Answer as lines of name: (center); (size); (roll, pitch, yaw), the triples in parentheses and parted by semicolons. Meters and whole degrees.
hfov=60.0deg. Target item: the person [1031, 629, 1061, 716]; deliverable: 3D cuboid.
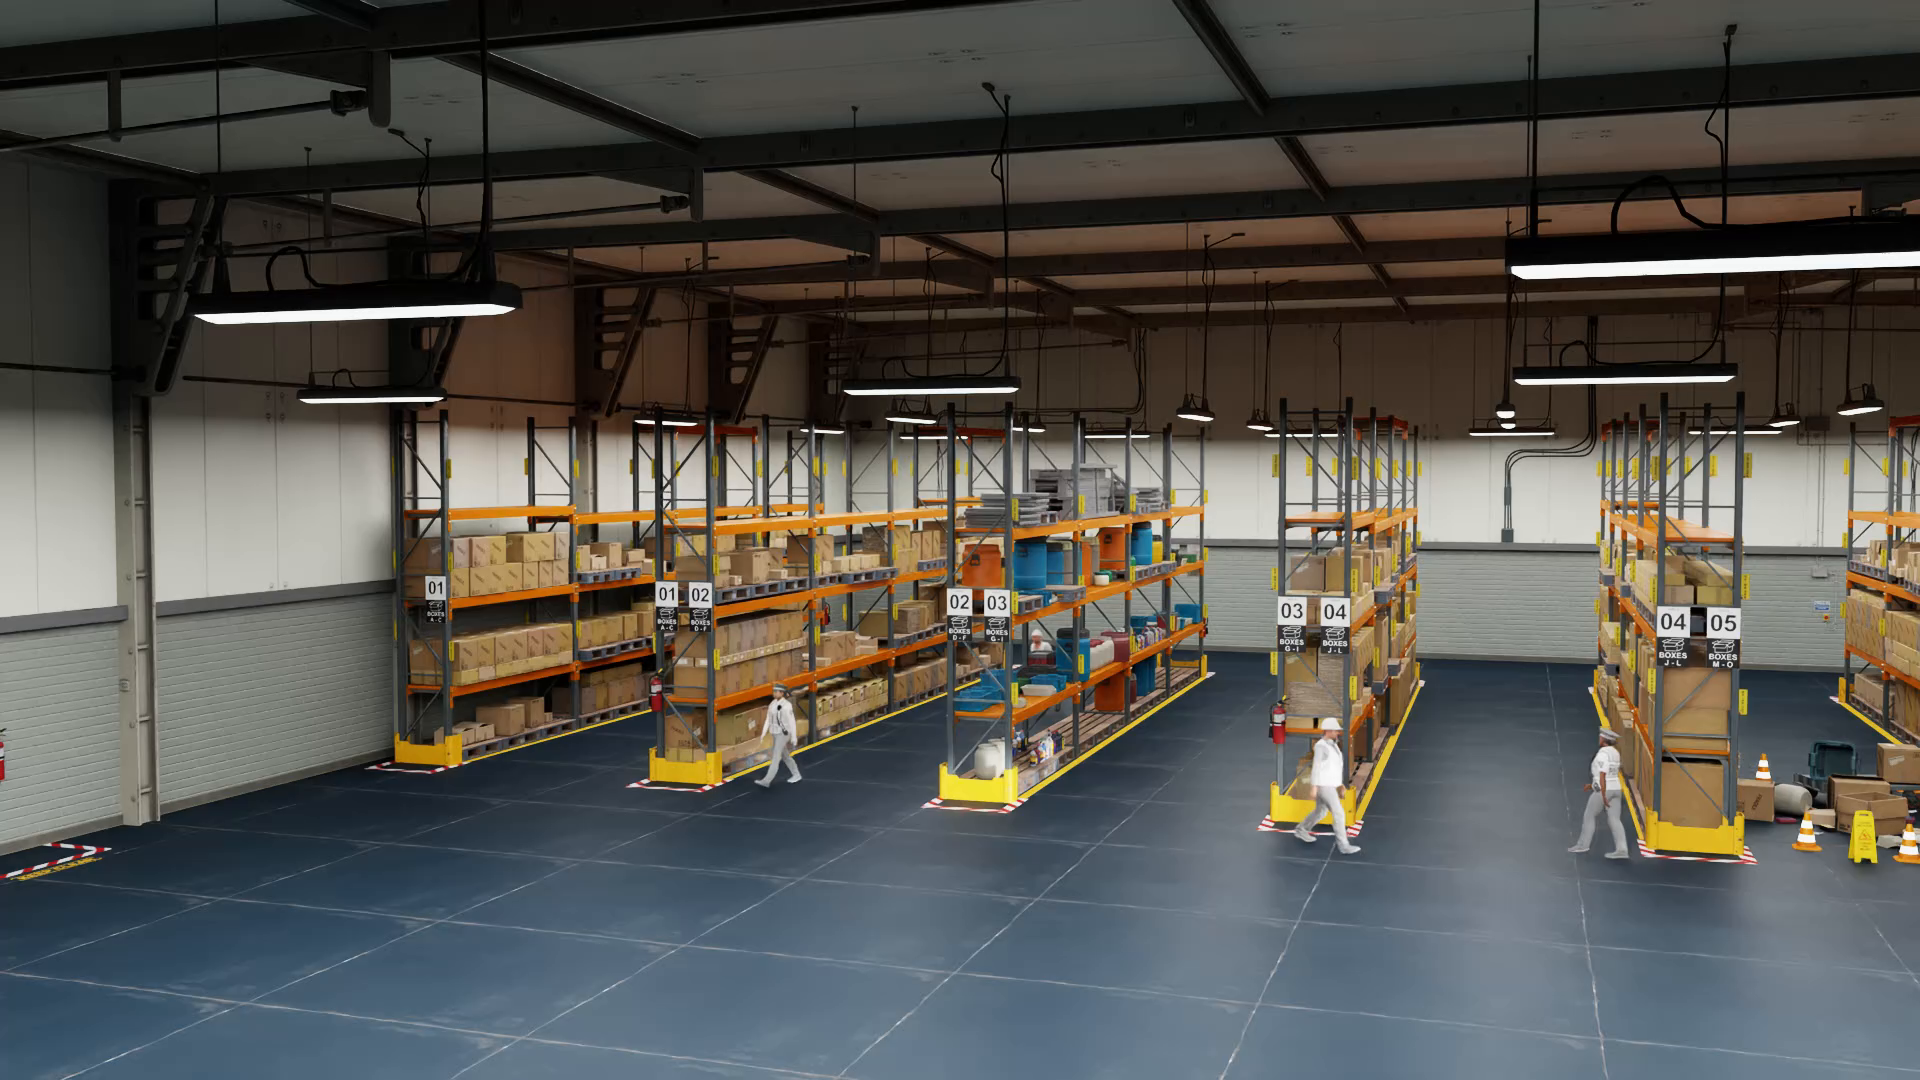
person: (1.718, 2.678, 33.821); (0.604, 1.757, 0.738); (2, 3, 38)

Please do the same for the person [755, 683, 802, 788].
person: (-2.887, 3.053, 26.143); (1.027, 1.621, 0.532); (-2, 3, -38)

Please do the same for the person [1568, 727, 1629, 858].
person: (8.303, 3.259, 21.483); (0.475, 1.658, 0.842); (-2, 3, -38)

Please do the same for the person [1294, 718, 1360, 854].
person: (4.845, 3.211, 21.908); (0.992, 1.733, 0.581); (1, 3, 28)
